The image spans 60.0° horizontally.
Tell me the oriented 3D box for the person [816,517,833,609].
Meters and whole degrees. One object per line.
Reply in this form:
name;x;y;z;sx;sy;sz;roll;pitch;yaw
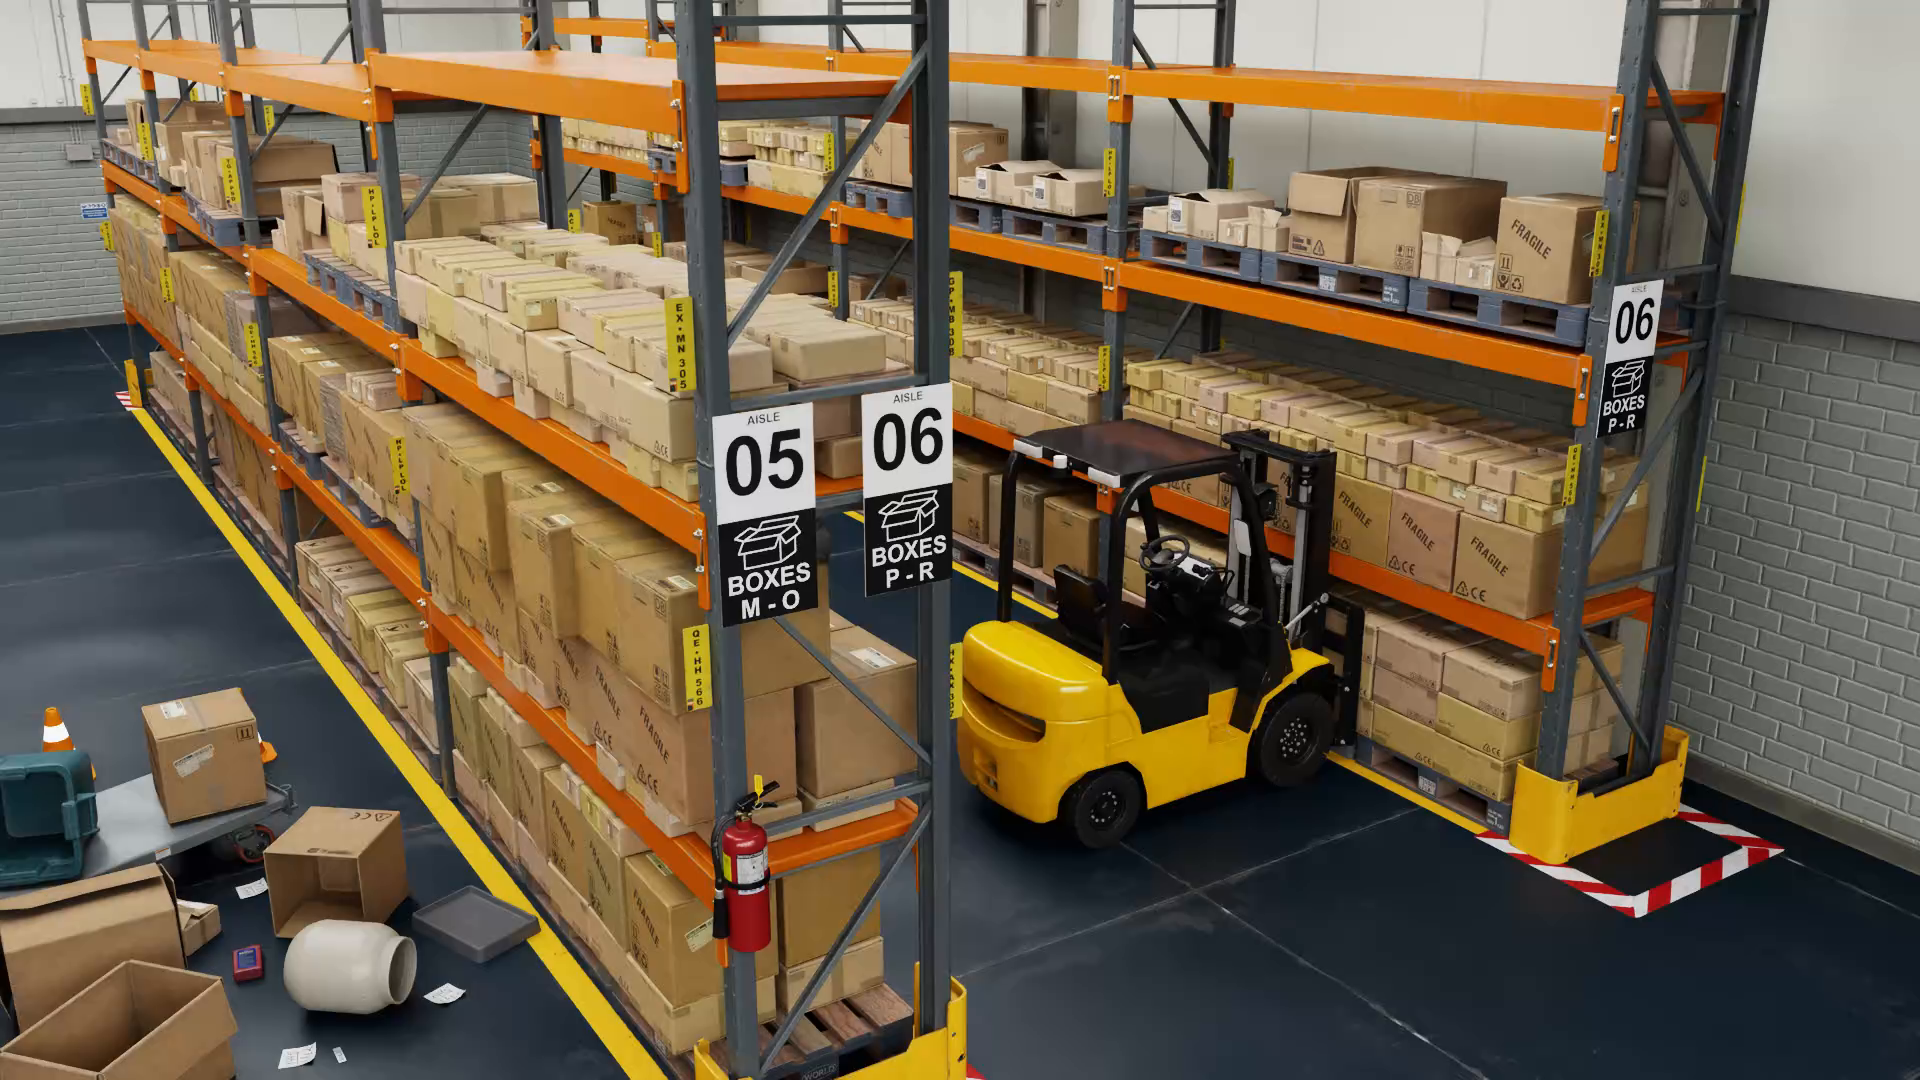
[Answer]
person;-1.172;0.037;11.969;0.503;1.654;0.450;-11;21;-31
